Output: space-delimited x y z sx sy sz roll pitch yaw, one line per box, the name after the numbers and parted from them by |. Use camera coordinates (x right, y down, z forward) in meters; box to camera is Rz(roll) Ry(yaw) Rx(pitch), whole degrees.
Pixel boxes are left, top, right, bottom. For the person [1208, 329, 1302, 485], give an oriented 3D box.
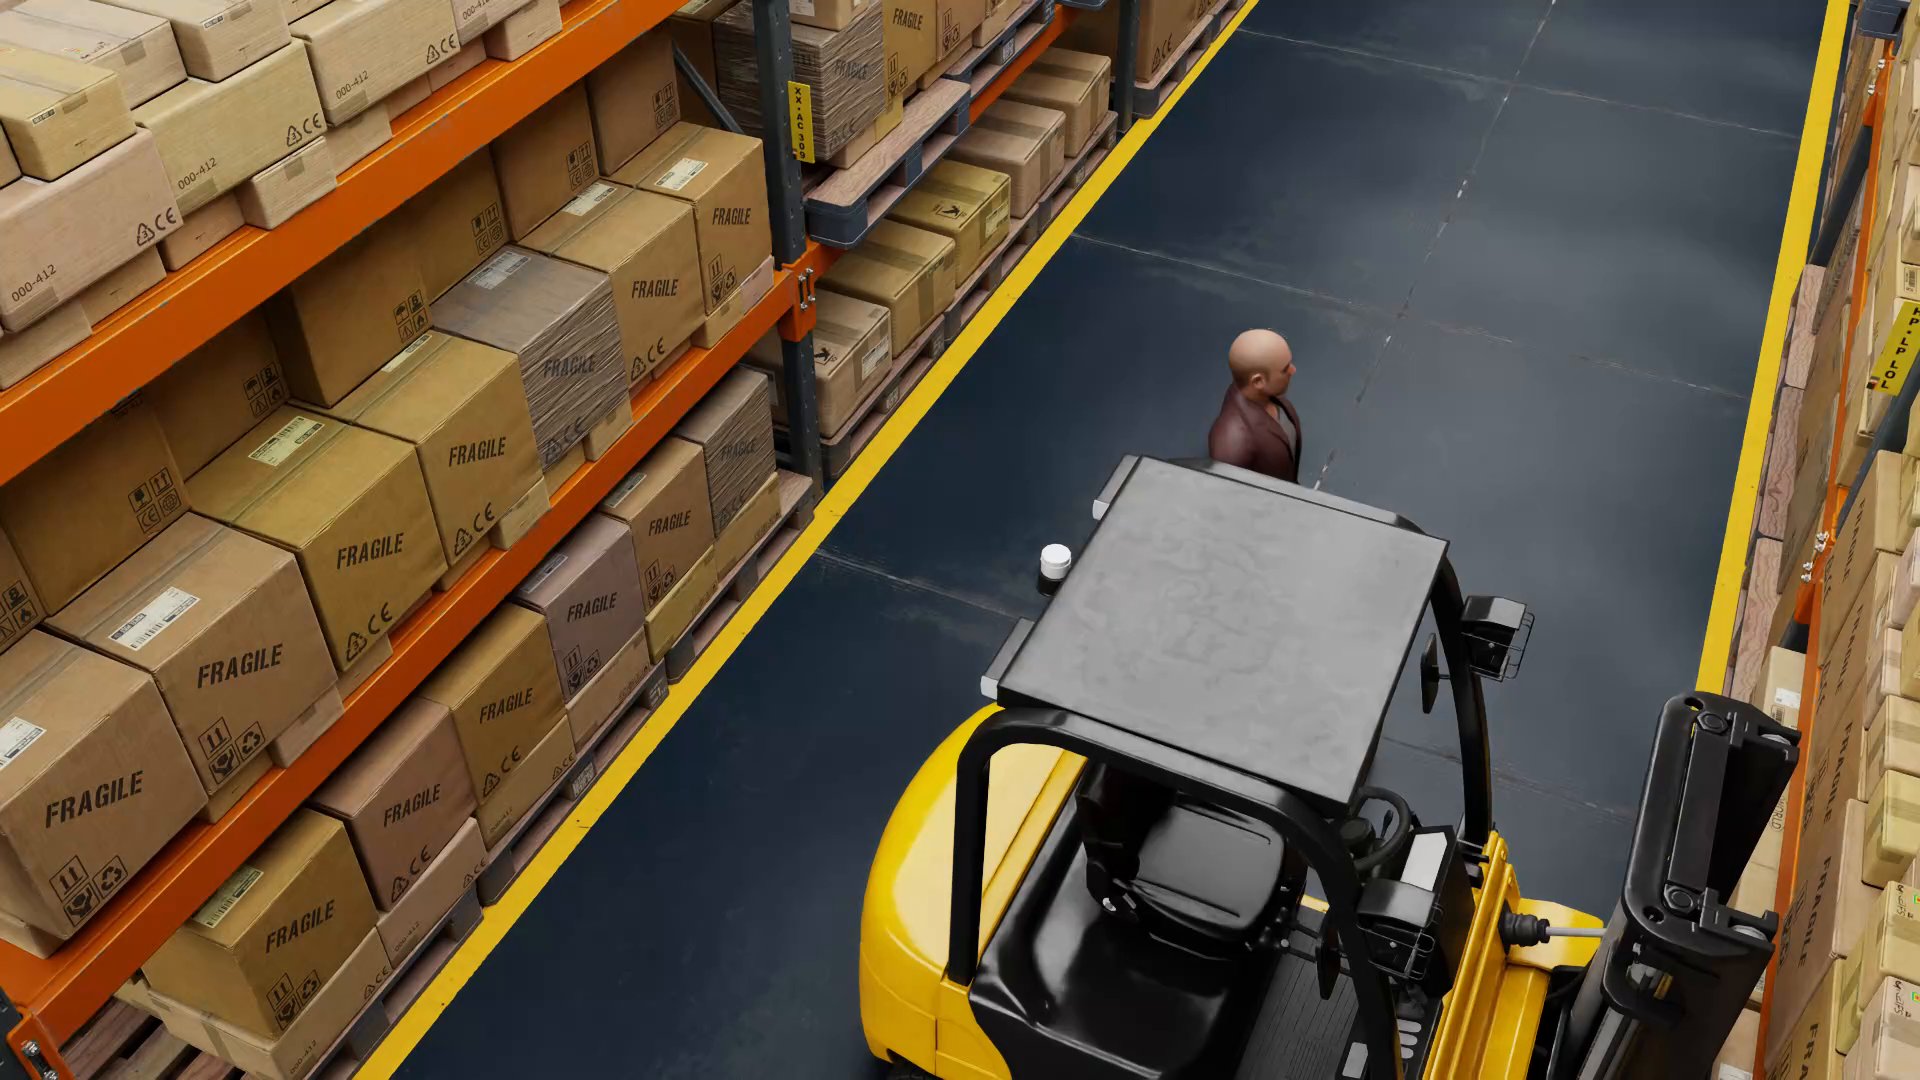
1.118 0.036 6.131 0.468 1.847 0.622 12 43 14 | person
